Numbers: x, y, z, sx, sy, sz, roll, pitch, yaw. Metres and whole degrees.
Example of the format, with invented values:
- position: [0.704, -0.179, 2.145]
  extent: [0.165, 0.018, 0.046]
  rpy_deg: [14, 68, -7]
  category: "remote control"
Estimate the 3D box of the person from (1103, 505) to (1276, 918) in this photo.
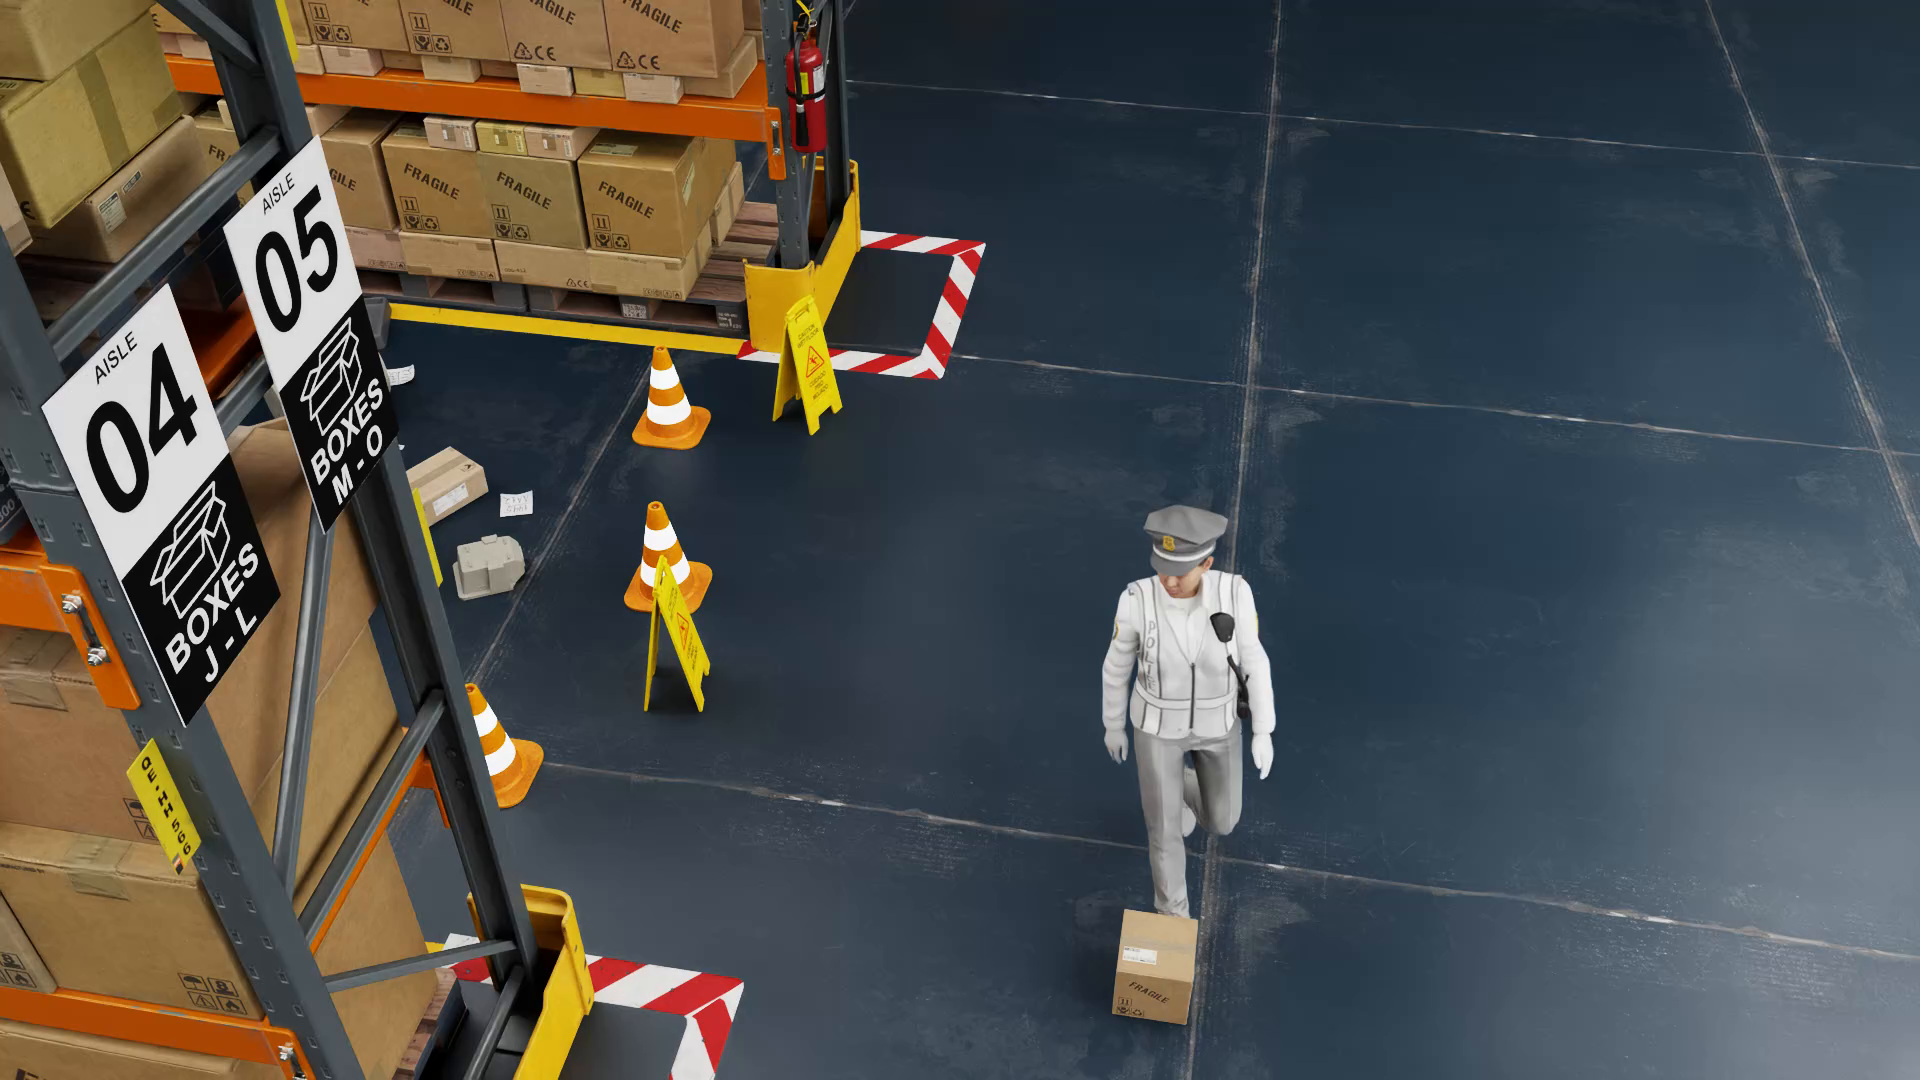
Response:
- position: [0.743, 0.643, 5.410]
  extent: [0.551, 1.641, 0.762]
  rpy_deg: [-1, 41, -1]
  category: "person"
